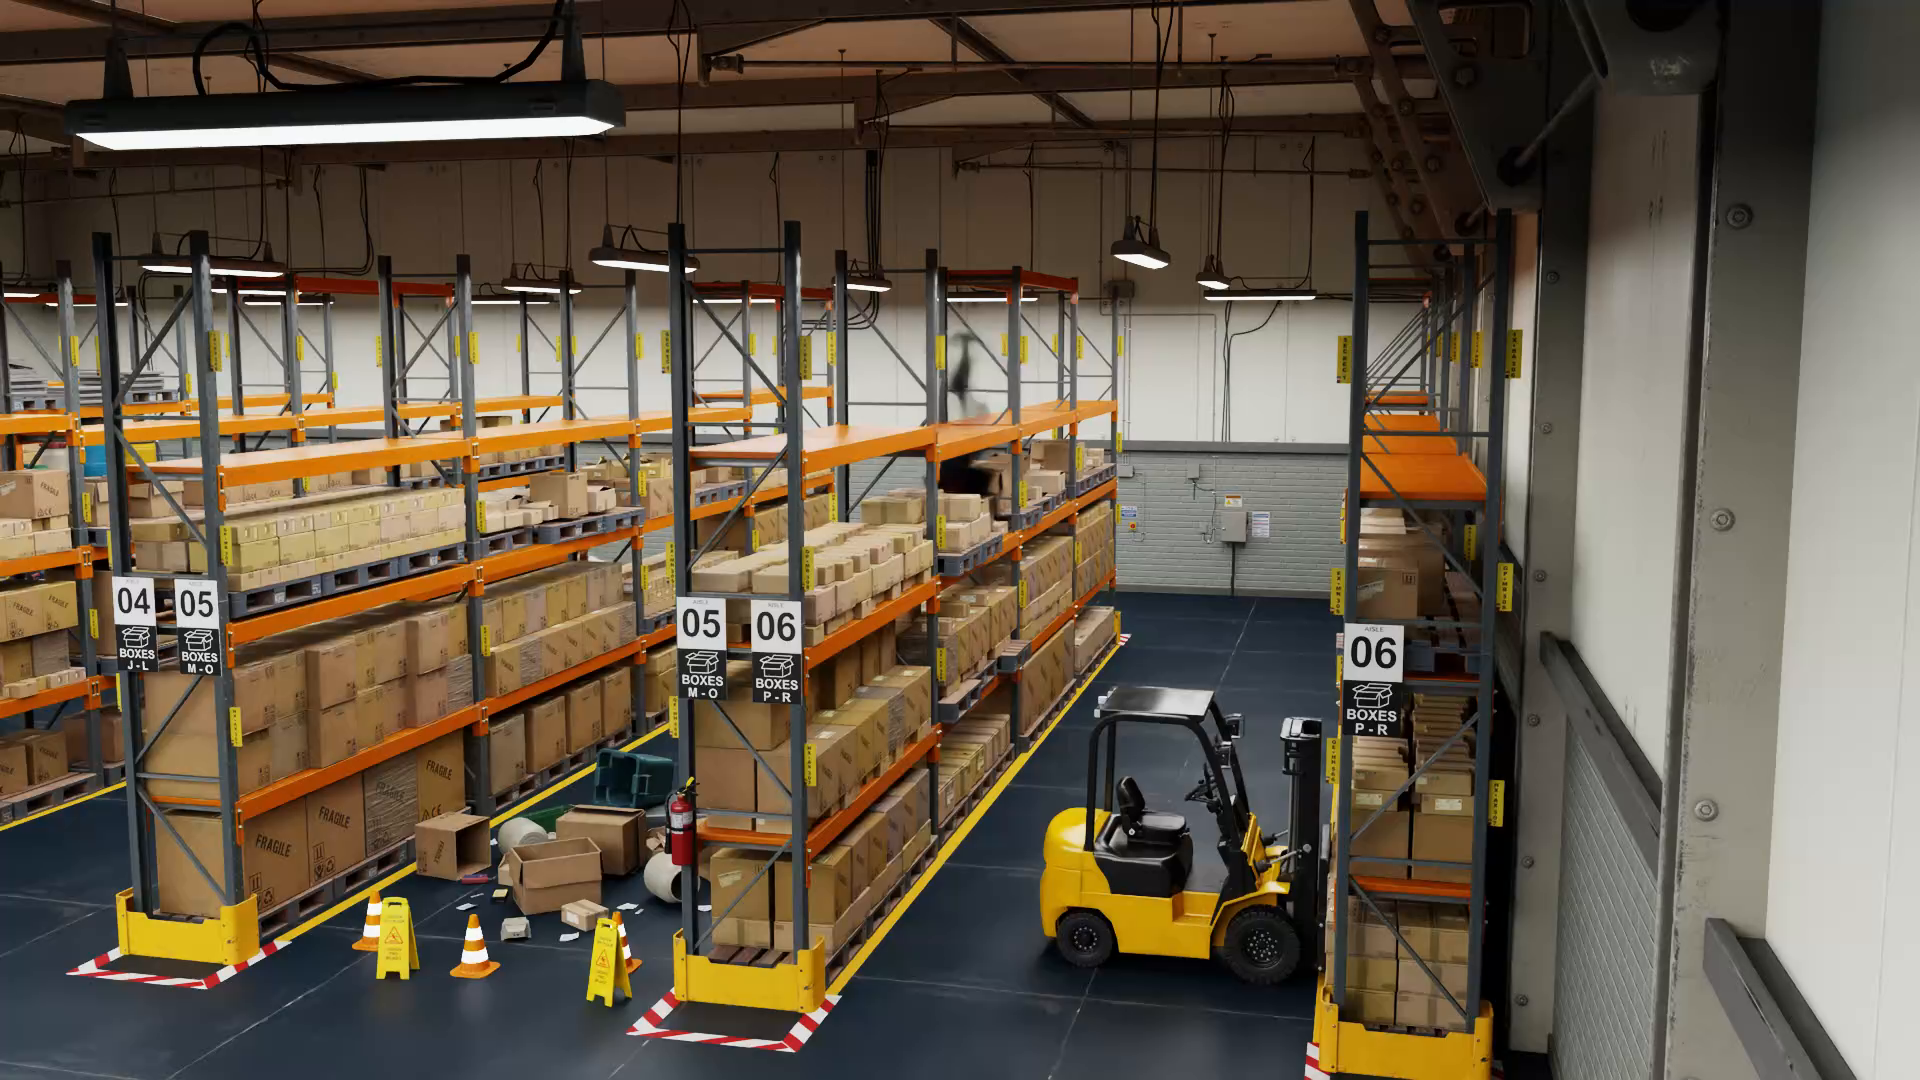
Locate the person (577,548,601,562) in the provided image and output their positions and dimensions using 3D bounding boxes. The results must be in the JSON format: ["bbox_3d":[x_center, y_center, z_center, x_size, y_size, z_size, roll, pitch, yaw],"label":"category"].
[{"bbox_3d":[-6.280,0.879,28.082,0.702,1.771,0.962,1,7,9],"label":"person"}]
